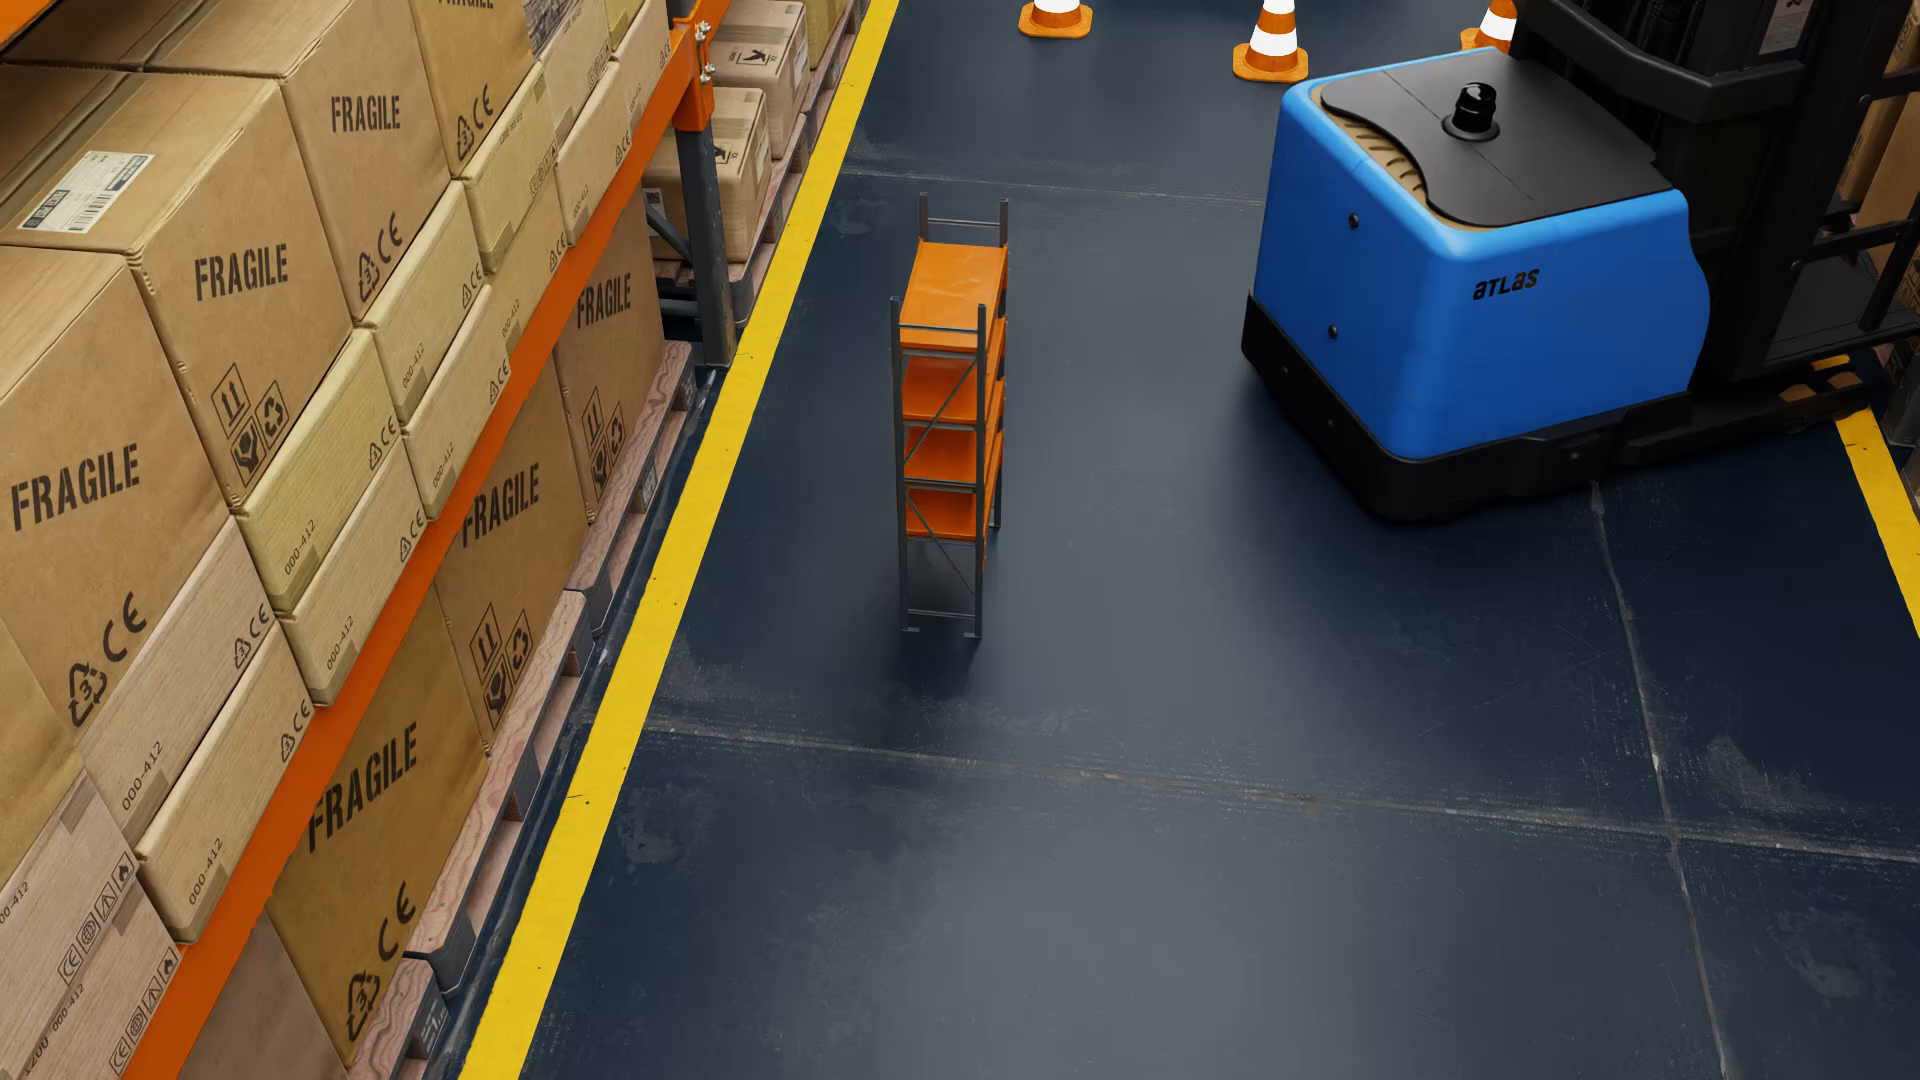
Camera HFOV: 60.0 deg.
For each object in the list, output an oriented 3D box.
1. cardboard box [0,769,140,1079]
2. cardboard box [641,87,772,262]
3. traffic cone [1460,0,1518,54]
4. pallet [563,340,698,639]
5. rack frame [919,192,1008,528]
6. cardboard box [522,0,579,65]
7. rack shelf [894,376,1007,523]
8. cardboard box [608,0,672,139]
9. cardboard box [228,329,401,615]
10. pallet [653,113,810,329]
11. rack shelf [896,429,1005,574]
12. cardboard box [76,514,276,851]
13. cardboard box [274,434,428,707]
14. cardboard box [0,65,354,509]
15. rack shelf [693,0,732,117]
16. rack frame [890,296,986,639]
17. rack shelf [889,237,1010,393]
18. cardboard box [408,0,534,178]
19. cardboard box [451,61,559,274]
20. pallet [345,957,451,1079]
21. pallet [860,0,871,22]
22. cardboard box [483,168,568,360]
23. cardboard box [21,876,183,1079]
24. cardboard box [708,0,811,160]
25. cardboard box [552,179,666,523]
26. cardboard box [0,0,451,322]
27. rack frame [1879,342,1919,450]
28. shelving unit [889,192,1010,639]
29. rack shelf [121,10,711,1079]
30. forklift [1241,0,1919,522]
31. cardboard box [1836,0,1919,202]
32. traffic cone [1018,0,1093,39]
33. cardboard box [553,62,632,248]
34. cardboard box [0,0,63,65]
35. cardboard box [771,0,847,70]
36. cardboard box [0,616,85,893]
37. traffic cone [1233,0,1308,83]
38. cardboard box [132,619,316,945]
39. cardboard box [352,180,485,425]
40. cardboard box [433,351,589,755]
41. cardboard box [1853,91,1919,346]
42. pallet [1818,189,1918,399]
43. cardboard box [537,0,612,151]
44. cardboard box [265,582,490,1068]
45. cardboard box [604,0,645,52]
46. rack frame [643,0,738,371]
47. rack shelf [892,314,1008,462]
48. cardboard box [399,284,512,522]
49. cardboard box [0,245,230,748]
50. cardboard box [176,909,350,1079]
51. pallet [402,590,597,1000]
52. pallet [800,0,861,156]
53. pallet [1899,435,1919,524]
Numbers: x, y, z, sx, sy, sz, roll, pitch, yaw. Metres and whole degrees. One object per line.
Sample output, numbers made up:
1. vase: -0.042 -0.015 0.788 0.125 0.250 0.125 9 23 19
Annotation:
1. cardboard box: -1.493 0.548 2.236 0.500 0.250 0.500 4 44 4
2. cardboard box: -1.218 -1.360 6.110 0.950 0.372 0.625 3 43 3
3. traffic cone: 2.472 -2.424 7.474 0.336 0.463 0.334 5 44 6
4. pallet: -1.481 -0.234 5.344 1.003 0.211 1.213 5 44 6
5. rack frame: 0.010 -0.489 4.894 0.240 1.200 0.015 5 44 6
6. cardboard box: -1.171 -1.450 3.800 0.500 0.500 0.500 6 44 6
7. rack shelf: -0.022 -0.274 4.765 0.258 0.148 0.480 5 44 6
8. cardboard box: -1.112 -1.355 4.608 0.500 0.250 0.500 4 44 4
9. cardboard box: -1.359 -0.152 2.974 0.500 0.250 0.500 6 44 6
10. pallet: -1.198 -1.297 6.466 1.003 0.211 1.213 5 44 6
11. rack shelf: -0.022 -0.130 4.901 0.258 0.148 0.480 5 44 6
12. cardboard box: -1.452 0.190 2.614 0.500 0.250 0.500 6 44 6
13. cardboard box: -1.361 0.027 3.149 0.500 0.250 0.500 5 44 5
14. cardboard box: -1.379 -0.415 2.707 0.500 0.500 0.500 4 44 4
15. rack shelf: -1.038 -2.879 6.632 1.077 0.370 4.000 5 44 6
16. rack frame: -0.054 -0.157 4.543 0.240 1.200 0.015 5 44 6
17. rack shelf: -0.022 -0.608 4.448 0.258 0.148 0.480 5 44 6
18. cardboard box: -1.243 -1.112 3.443 0.500 0.500 0.500 5 44 6
19. cardboard box: -1.226 -0.851 3.712 0.500 0.250 0.500 4 44 4
20. pallet: -1.804 1.429 3.588 1.003 0.211 1.213 5 44 6
21. pallet: -0.875 -2.960 8.223 1.003 0.211 1.213 5 44 6
22. cardboard box: -1.246 -0.663 3.878 0.500 0.250 0.500 5 44 5
23. cardboard box: -1.511 0.727 2.409 0.500 0.250 0.500 4 44 5
24. cardboard box: -1.128 -1.863 6.642 0.950 0.372 0.625 4 44 5
25. cardboard box: -1.476 -0.695 5.042 0.875 0.875 0.875 5 44 5
26. cardboard box: -1.317 -0.768 3.079 0.500 0.500 0.500 5 44 5
27. rack frame: 3.618 -1.396 4.543 1.000 3.000 0.127 5 44 6
28. shelving unit: -0.022 -0.323 4.718 0.258 1.200 0.503 5 44 6
29. rack shelf: -1.567 -0.153 3.753 1.077 0.370 4.000 5 44 6
30. forklift: 2.561 -1.752 4.969 3.031 2.935 1.130 -14 45 -15
31. cardboard box: 3.900 -1.735 6.231 1.050 0.750 0.750 6 44 6
32. traffic cone: 0.450 -2.610 7.670 0.336 0.463 0.334 5 44 6
33. cardboard box: -1.164 -1.005 4.239 0.500 0.250 0.500 6 44 6
34. cardboard box: -1.820 -0.829 3.144 0.500 0.500 0.500 6 44 6
35. cardboard box: -1.022 -2.380 7.187 0.950 0.372 0.625 7 44 7
36. cardboard box: -1.488 0.276 1.977 0.500 0.500 0.500 6 44 6
37. traffic cone: 1.403 -2.321 7.365 0.336 0.463 0.334 5 44 6
38. cardboard box: -1.444 0.375 2.782 0.500 0.250 0.500 4 44 4
39. cardboard box: -1.294 -0.497 3.338 0.500 0.250 0.500 4 44 4
40. cardboard box: -1.598 -0.088 4.401 0.875 0.875 0.875 6 44 6
41. cardboard box: 3.787 -1.139 5.602 1.050 0.750 0.750 5 44 5
42. pallet: 3.797 -0.914 6.062 1.003 0.211 1.213 5 44 6
43. cardboard box: -1.179 -1.201 4.083 0.500 0.250 0.500 4 44 4
44. cardboard box: -1.717 0.522 3.757 0.875 0.875 0.875 6 44 7
45. cardboard box: -1.115 -1.551 4.452 0.500 0.250 0.500 5 44 5
46. rack frame: -1.302 -1.777 4.945 1.000 3.000 0.127 5 44 6
47. rack shelf: -0.022 -0.436 4.611 0.258 0.148 0.480 5 44 6
48. cardboard box: -1.286 -0.313 3.508 0.500 0.250 0.500 5 44 5
49. cardboard box: -1.448 -0.074 2.346 0.500 0.500 0.500 5 44 5
50. cardboard box: -1.828 1.138 3.106 0.875 0.875 0.875 6 44 7
51. pallet: -1.645 0.595 4.468 1.003 0.211 1.213 5 44 6
52. pallet: -1.034 -2.126 7.342 1.003 0.211 1.213 5 44 6
53. pallet: 3.513 0.149 4.939 1.003 0.211 1.213 5 44 6
